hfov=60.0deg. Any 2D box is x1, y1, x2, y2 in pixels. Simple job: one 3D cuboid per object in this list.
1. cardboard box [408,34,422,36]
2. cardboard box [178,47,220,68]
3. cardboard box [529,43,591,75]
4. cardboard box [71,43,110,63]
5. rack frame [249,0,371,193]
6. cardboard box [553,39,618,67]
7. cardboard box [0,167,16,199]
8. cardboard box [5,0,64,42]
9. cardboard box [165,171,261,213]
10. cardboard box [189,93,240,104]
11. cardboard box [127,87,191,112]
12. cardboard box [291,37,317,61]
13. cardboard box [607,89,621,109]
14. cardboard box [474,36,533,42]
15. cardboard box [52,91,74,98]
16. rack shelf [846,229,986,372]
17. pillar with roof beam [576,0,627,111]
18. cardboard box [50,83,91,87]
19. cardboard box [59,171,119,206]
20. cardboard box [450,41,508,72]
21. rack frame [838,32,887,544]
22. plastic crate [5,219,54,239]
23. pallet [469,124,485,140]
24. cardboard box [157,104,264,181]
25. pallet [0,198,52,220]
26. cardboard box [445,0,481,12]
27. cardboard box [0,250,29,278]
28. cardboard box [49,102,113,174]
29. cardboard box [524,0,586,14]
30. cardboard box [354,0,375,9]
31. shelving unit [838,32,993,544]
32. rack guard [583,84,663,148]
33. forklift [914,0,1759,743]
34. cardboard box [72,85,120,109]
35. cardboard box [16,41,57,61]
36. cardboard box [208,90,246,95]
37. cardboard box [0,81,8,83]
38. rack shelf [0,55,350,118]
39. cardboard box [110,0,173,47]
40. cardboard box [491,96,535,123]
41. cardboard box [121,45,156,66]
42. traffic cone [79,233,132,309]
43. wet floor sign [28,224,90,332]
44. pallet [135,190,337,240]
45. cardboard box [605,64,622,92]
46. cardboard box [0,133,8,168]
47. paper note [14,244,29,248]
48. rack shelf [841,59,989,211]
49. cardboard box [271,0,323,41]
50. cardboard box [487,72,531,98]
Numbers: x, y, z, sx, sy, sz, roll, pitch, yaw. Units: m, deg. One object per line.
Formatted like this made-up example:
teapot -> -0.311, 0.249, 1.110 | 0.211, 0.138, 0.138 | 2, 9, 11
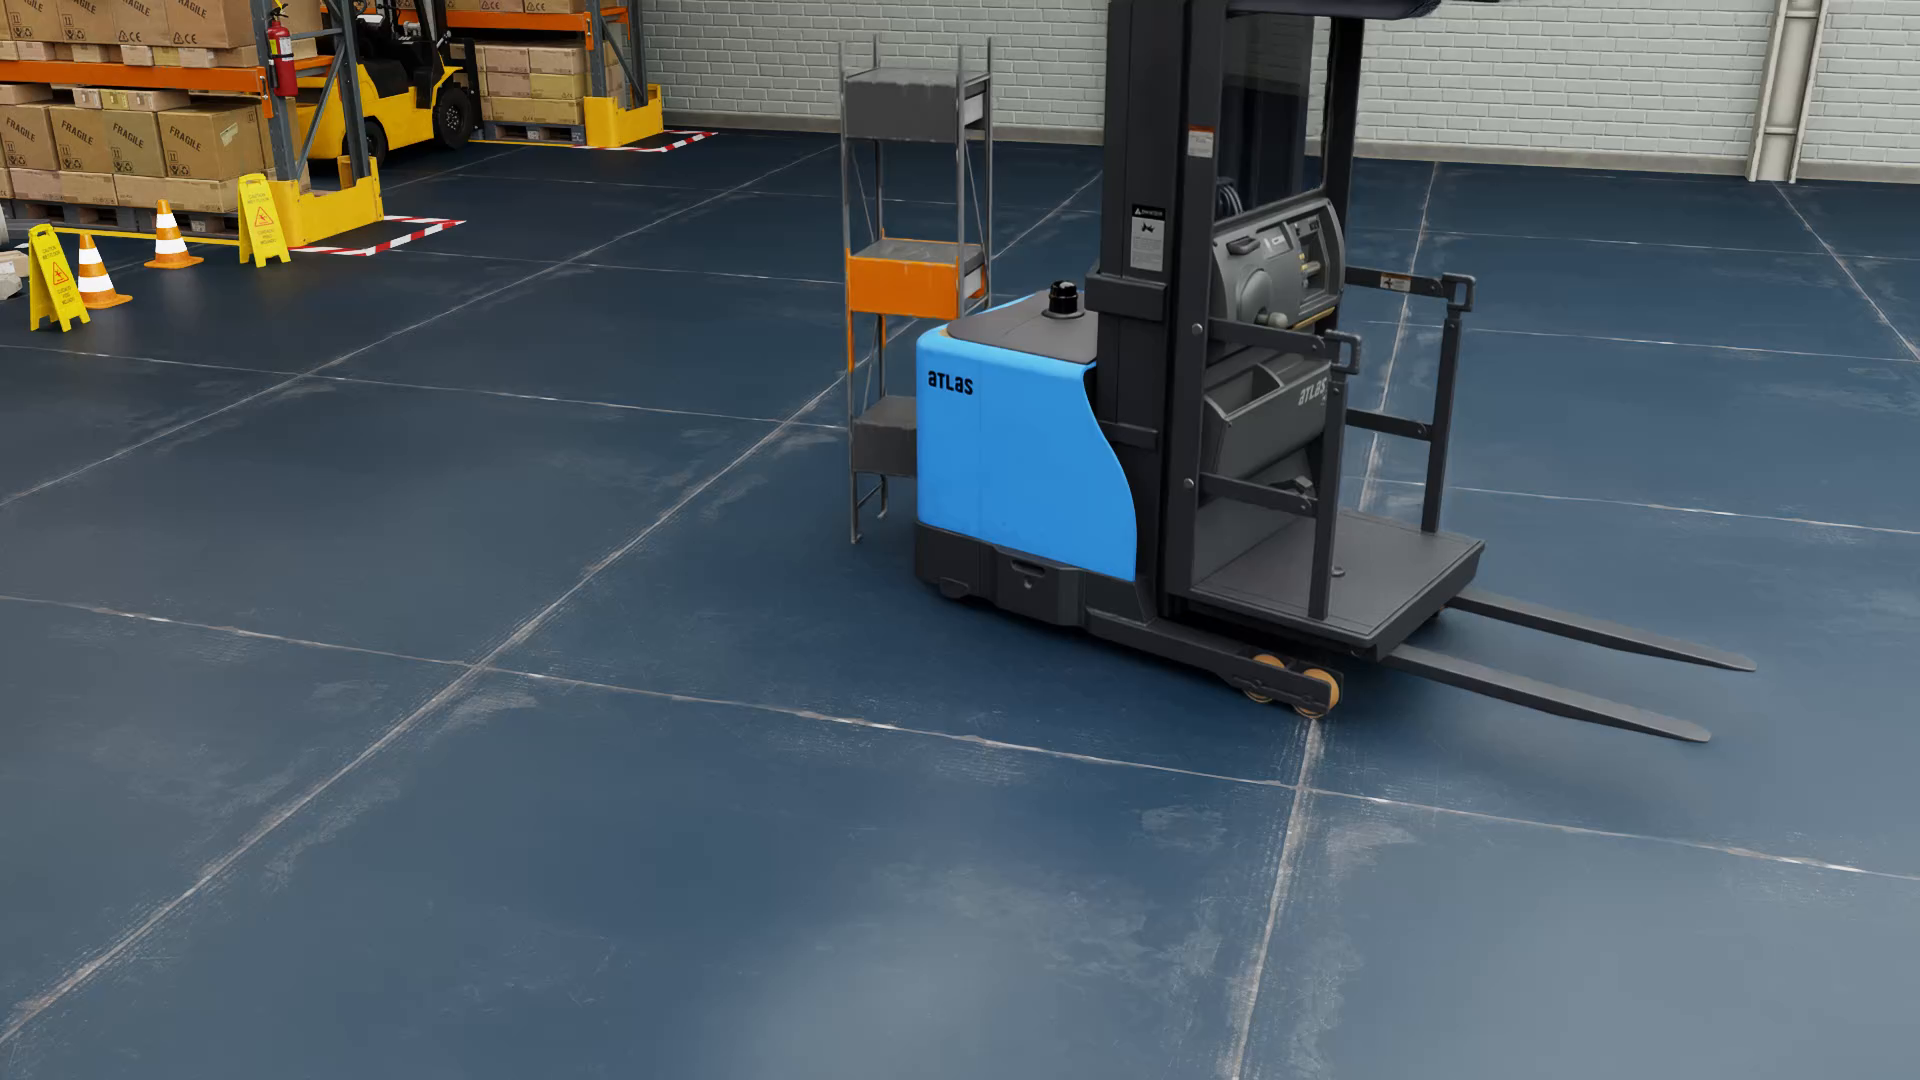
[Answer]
cardboard box -> -5.899, -5.378, 18.182 | 0.500, 0.250, 0.500 | 7, 23, 16
cardboard box -> -5.691, -3.680, 12.620 | 0.250, 0.149, 0.380 | 6, 23, 15
cardboard box -> -4.097, -4.971, 17.189 | 0.500, 0.250, 0.500 | 7, 23, 17
cardboard box -> -6.661, -3.807, 12.930 | 0.250, 0.149, 0.380 | 6, 23, 15
rack frame -> -4.996, -3.845, 12.692 | 0.127, 3.000, 1.000 | 7, 23, 16
cardboard box -> -3.972, -5.155, 17.638 | 0.500, 0.250, 0.500 | 6, 23, 15
cardboard box -> -7.825, -2.989, 13.674 | 0.500, 0.250, 0.500 | 8, 24, 19
cardboard box -> -7.031, -4.164, 12.945 | 0.500, 0.500, 0.500 | 7, 23, 16
cardboard box -> -5.871, -2.761, 13.118 | 0.500, 0.250, 0.500 | 6, 23, 15
cardboard box -> -6.214, -3.362, 13.594 | 0.500, 0.500, 0.500 | 6, 23, 14
cardboard box -> -6.210, -3.424, 12.891 | 0.250, 0.149, 0.380 | 7, 23, 17
cardboard box -> -5.262, -3.842, 13.014 | 0.250, 0.149, 0.380 | 7, 23, 16
cardboard box -> -3.980, -4.696, 17.836 | 0.500, 0.250, 0.500 | 7, 23, 16
cardboard box -> -4.927, -5.268, 17.912 | 0.500, 0.250, 0.500 | 6, 23, 15
cardboard box -> -7.206, -3.475, 13.871 | 0.500, 0.500, 0.500 | 8, 24, 18
rack shelf -> -0.170, -0.984, 6.935 | 0.480, 0.518, 0.431 | 7, 24, 17
pillar with roof beam -> -5.216, -7.265, 13.123 | 0.400, 9.000, 9.100 | 7, 23, 16
cardboard box -> -10.004, -5.480, 19.252 | 0.625, 0.625, 0.875 | 7, 23, 17
cardboard box -> -6.844, -2.873, 13.392 | 0.500, 0.250, 0.500 | 6, 23, 14
cardboard box -> -5.074, -5.077, 17.446 | 0.500, 0.250, 0.500 | 7, 23, 16
rack frame -> -0.401, -1.026, 7.001 | 0.015, 2.100, 0.400 | 7, 24, 17
plastic crate -> -7.560, -2.463, 13.169 | 0.583, 0.080, 0.402 | -1, 22, -3
pallet -> -5.475, -4.562, 18.114 | 1.213, 0.211, 1.003 | 7, 23, 15
cardboard box -> -5.839, -3.108, 12.975 | 0.500, 0.500, 0.500 | 7, 23, 16
pallet -> -8.173, -2.933, 14.142 | 1.213, 0.211, 1.003 | 7, 23, 16
cardboard box -> -5.098, -5.770, 17.253 | 0.500, 0.500, 0.500 | 6, 23, 14
cardboard box -> -6.834, -1.936, 11.794 | 0.380, 0.149, 0.250 | -20, 29, -39
cardboard box -> -6.820, -3.221, 13.253 | 0.500, 0.500, 0.500 | 6, 23, 14
cardboard box -> -4.113, -5.654, 16.970 | 0.500, 0.500, 0.500 | 6, 23, 14
cardboard box -> -6.058, -5.884, 17.531 | 0.500, 0.500, 0.500 | 6, 23, 15
shelving unit -> -0.170, -0.996, 6.930 | 0.503, 2.100, 0.431 | 7, 24, 17
rack guard -> -3.543, -4.490, 17.558 | 0.348, 0.500, 1.175 | 7, 23, 16
forklift -> 1.300, -0.967, 5.766 | 3.031, 2.935, 1.130 | 16, 27, 33
cardboard box -> -6.701, -3.482, 13.033 | 0.250, 0.149, 0.380 | 8, 23, 18
cardboard box -> -7.146, -3.856, 13.048 | 0.250, 0.149, 0.380 | 6, 23, 15
cardboard box -> -7.898, -5.237, 18.659 | 0.625, 0.625, 0.875 | 8, 24, 18
cardboard box -> -7.744, -3.599, 13.319 | 0.250, 0.149, 0.380 | 7, 23, 18
rack shelf -> -6.911, -3.732, 13.363 | 4.000, 0.370, 1.077 | 7, 23, 16
cardboard box -> -6.074, -4.045, 12.656 | 0.500, 0.500, 0.500 | 7, 23, 16
cardboard box -> -4.581, -4.566, 17.519 | 0.500, 0.250, 0.500 | 7, 23, 15
cardboard box -> -6.185, -3.733, 12.749 | 0.250, 0.149, 0.380 | 7, 23, 16
traffic cone -> -5.776, -1.810, 11.072 | 0.334, 0.463, 0.336 | 7, 23, 16
wet floor sign -> -5.730, -1.663, 10.474 | 0.232, 0.644, 0.267 | 3, 22, 6
pallet -> -5.837, -2.666, 13.490 | 1.213, 0.211, 1.003 | 7, 23, 16
cardboard box -> -3.956, -4.930, 17.747 | 0.500, 0.250, 0.500 | 7, 23, 16
cardboard box -> -7.823, -3.336, 13.532 | 0.500, 0.500, 0.500 | 8, 23, 18
paper note -> -7.153, -2.269, 12.761 | 0.148, 0.019, 0.142 | -1, 22, -3
rack shelf -> -0.169, -1.631, 6.668 | 0.480, 0.518, 0.431 | 7, 24, 17
cardboard box -> -5.370, -4.182, 12.989 | 0.500, 0.500, 0.500 | 6, 23, 15
cardboard box -> -4.599, -4.801, 17.434 | 0.500, 0.250, 0.500 | 6, 23, 15
